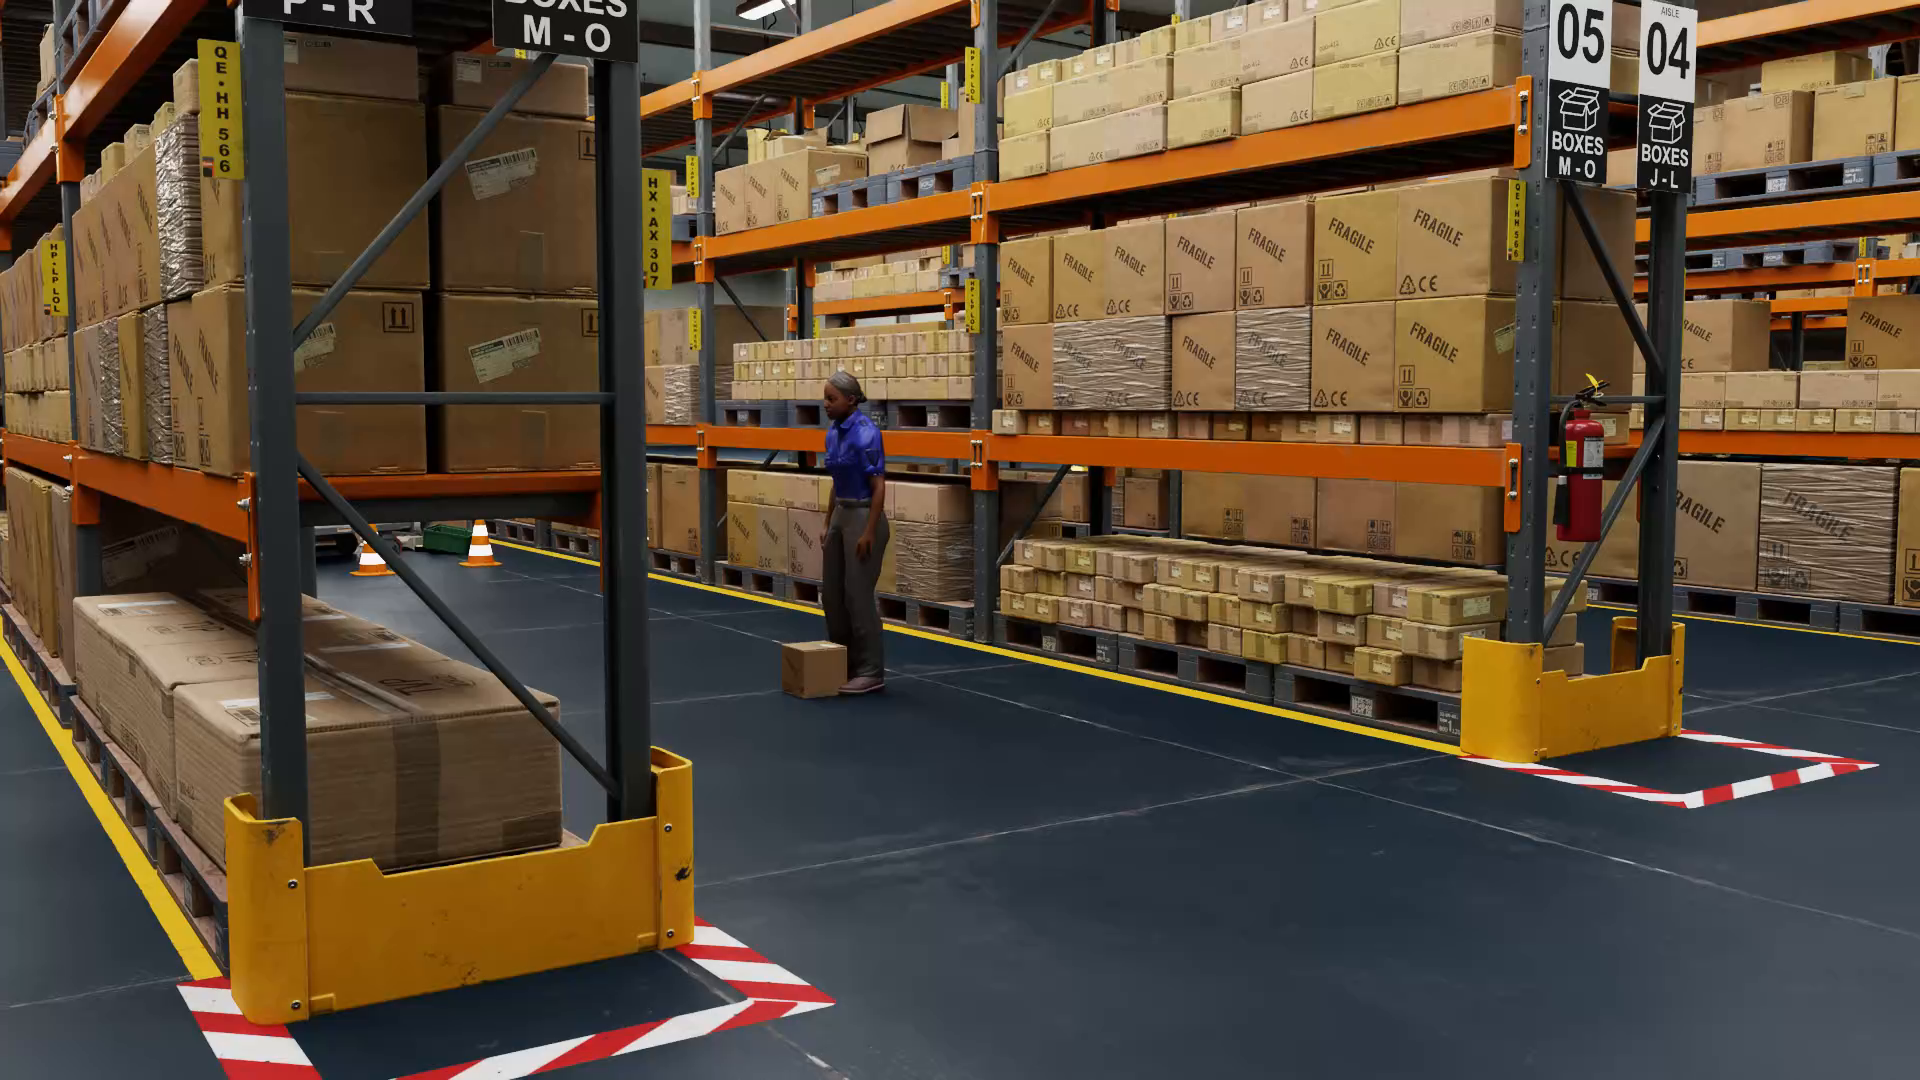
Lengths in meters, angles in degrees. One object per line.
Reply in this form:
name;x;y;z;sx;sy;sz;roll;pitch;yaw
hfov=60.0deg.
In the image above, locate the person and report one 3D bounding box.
person;-0.565;-0.045;8.647;0.347;1.655;0.505;-3;6;-33
